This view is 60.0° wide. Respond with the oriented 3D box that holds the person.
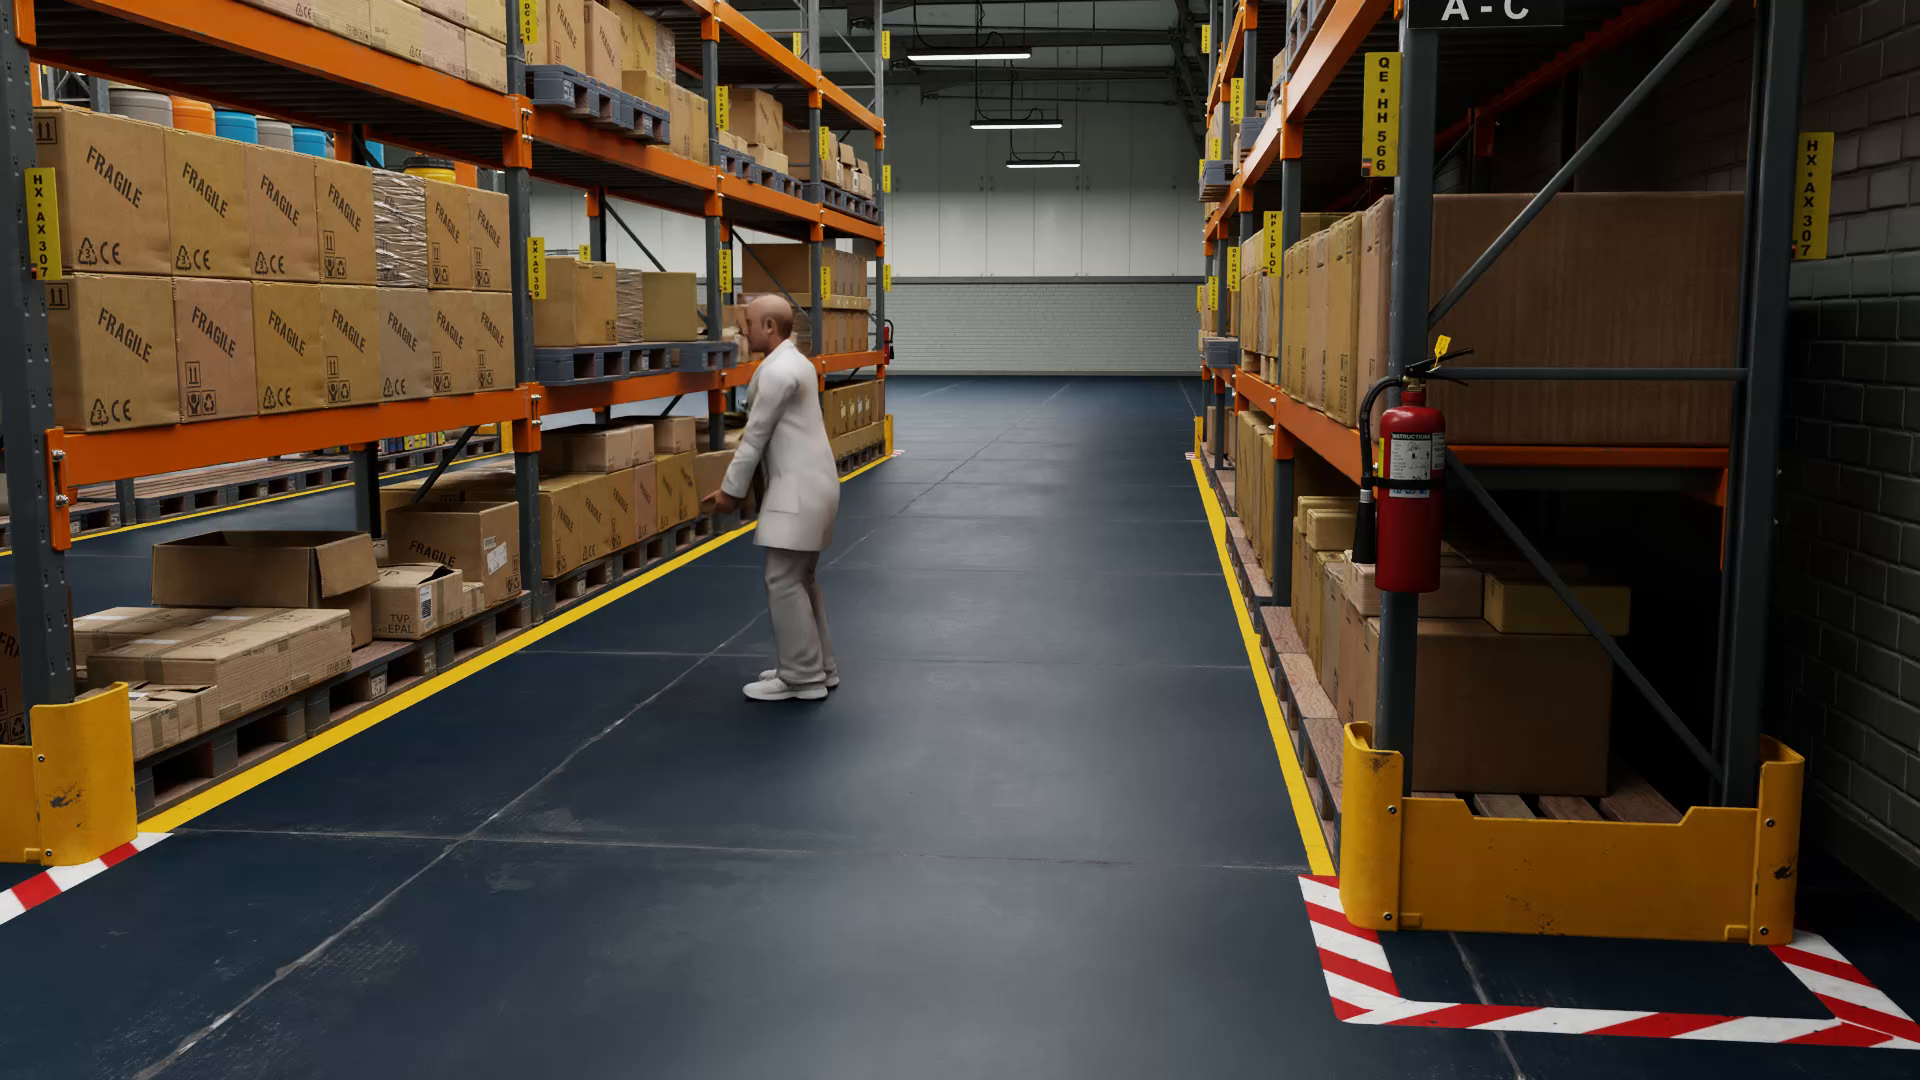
[{"bbox_3d":[-0.829,-0.191,7.363,0.584,1.770,0.528,1,7,5],"label":"person"}]
